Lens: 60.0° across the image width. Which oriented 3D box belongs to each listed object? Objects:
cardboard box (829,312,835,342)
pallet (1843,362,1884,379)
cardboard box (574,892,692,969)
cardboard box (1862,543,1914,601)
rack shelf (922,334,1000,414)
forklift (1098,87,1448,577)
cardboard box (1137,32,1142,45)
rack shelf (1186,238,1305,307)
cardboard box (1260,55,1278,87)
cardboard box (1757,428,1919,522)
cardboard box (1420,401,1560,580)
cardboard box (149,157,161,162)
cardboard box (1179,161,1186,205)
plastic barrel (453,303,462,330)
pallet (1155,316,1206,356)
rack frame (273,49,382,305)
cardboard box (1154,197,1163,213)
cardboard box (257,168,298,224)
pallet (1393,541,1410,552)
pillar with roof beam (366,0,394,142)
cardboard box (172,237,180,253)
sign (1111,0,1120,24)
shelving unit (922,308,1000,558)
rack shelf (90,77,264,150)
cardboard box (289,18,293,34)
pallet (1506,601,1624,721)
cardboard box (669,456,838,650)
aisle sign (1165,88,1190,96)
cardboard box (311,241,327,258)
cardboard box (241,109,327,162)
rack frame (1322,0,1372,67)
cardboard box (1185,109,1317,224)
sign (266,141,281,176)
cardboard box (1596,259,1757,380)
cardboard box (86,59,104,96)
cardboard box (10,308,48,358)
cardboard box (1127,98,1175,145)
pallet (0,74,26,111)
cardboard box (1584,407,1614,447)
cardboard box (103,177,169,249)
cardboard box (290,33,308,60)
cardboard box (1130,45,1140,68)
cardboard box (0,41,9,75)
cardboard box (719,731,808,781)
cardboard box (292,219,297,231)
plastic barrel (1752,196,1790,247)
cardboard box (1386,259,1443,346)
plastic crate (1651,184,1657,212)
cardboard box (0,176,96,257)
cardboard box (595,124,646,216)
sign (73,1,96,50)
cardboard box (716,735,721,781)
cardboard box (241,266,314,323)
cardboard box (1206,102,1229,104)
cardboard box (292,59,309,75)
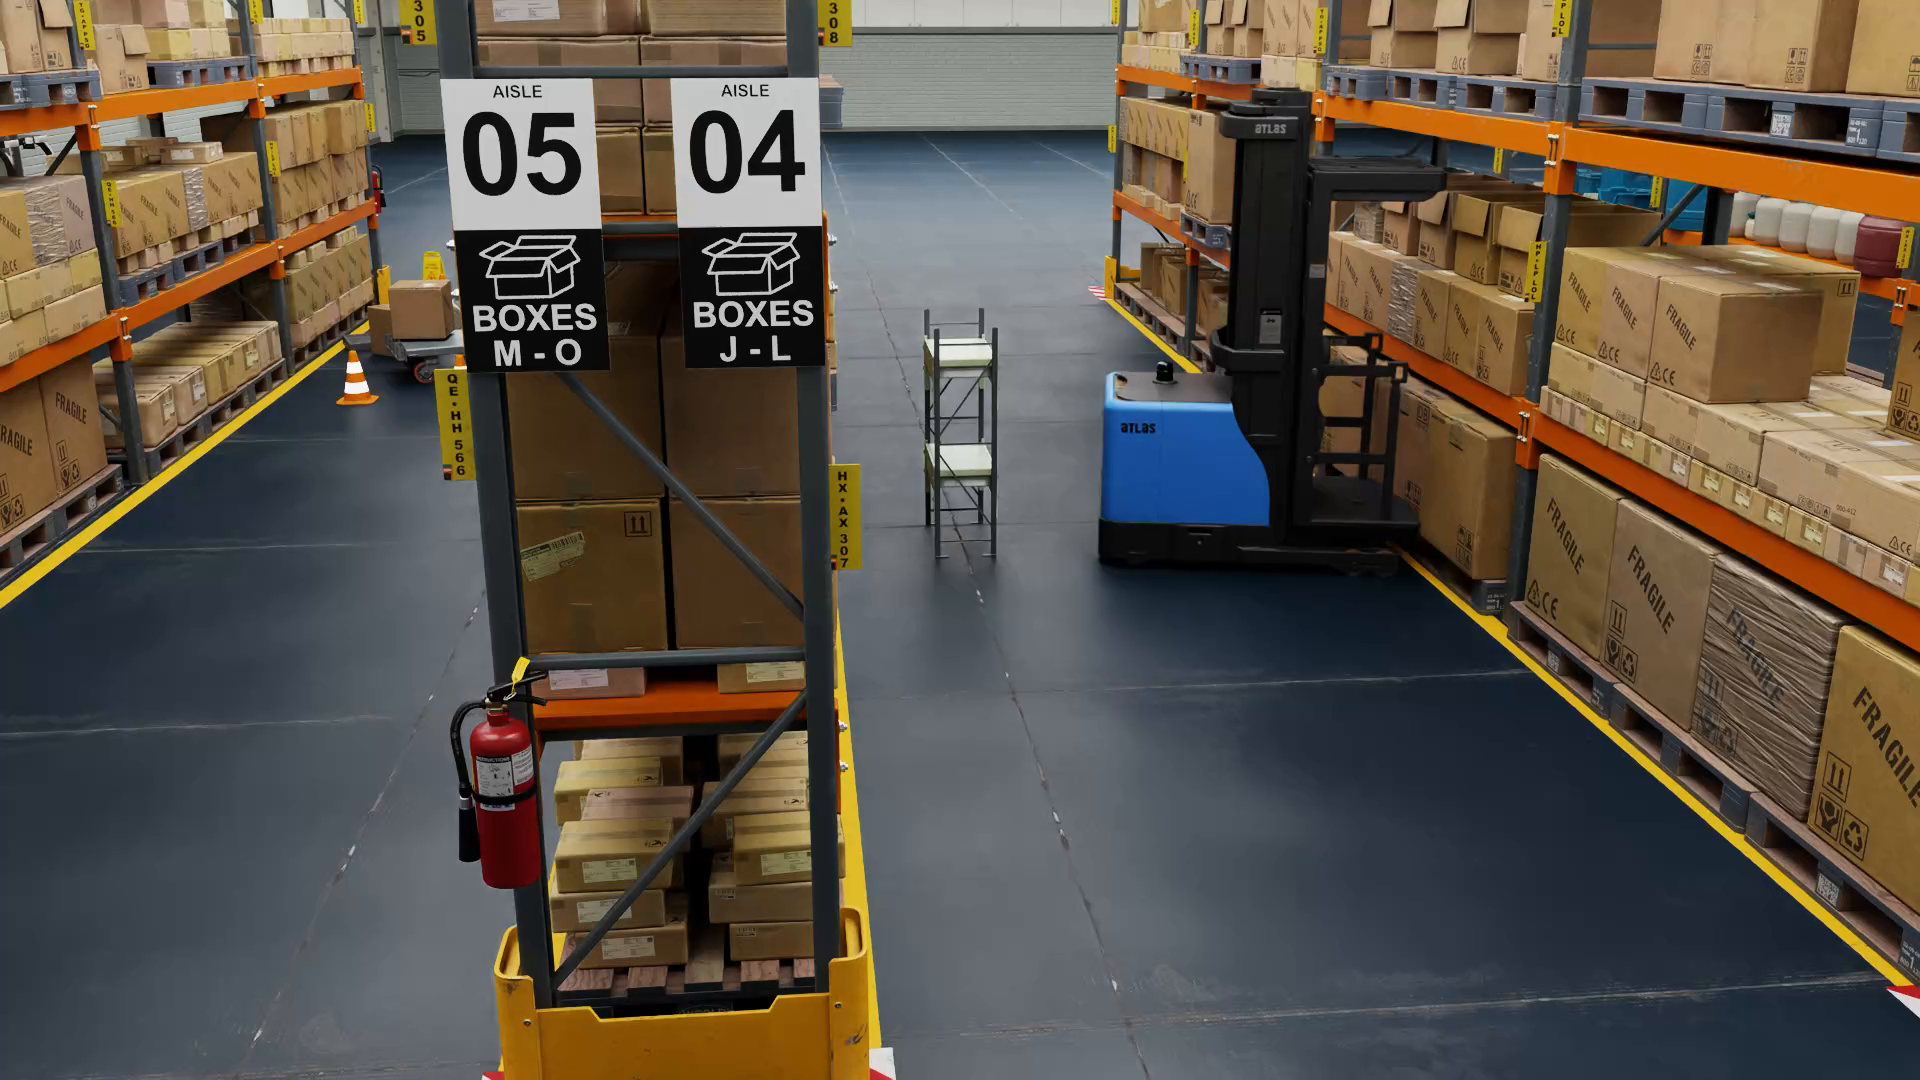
[{"bbox_3d":[-0.879,-1.182,9.155,0.380,0.149,0.250,-1,17,-5],"label":"cardboard box"},{"bbox_3d":[7.998,-1.560,15.793,1.003,0.211,1.213,-2,18,-6],"label":"pallet"},{"bbox_3d":[-1.145,1.373,5.853,0.380,0.149,0.250,-1,17,-5],"label":"cardboard box"},{"bbox_3d":[3.643,0.112,6.231,0.380,0.149,0.250,-2,18,-6],"label":"cardboard box"},{"bbox_3d":[-0.001,-1.090,10.842,0.431,0.370,0.720,-2,18,-6],"label":"rack shelf"},{"bbox_3d":[2.432,-1.334,10.533,3.031,2.935,1.130,2,17,5],"label":"forklift"},{"bbox_3d":[2.245,-5.752,19.067,0.380,0.149,0.250,-1,17,-3],"label":"cardboard box"},{"bbox_3d":[3.029,-2.395,15.000,1.077,0.370,4.000,-2,18,-6],"label":"rack shelf"},{"bbox_3d":[2.828,-3.933,13.941,0.500,0.250,0.500,-1,17,-4],"label":"cardboard box"},{"bbox_3d":[3.642,-0.269,6.778,0.500,0.250,0.500,-2,18,-8],"label":"cardboard box"},{"bbox_3d":[3.562,-0.328,10.059,1.225,0.875,0.875,-2,18,-5],"label":"cardboard box"},{"bbox_3d":[-7.219,-3.120,14.744,0.500,0.500,0.500,-2,18,-5],"label":"cardboard box"},{"bbox_3d":[2.821,-3.810,17.642,0.875,0.500,0.500,-2,18,-6],"label":"cardboard box"},{"bbox_3d":[-5.728,-2.422,18.186,0.512,0.421,0.421,11,21,32],"label":"plastic barrel"},{"bbox_3d":[2.718,-2.203,17.842,1.003,0.211,1.213,-2,18,-6],"label":"pallet"},{"bbox_3d":[-7.447,-4.220,19.611,1.000,3.000,0.127,-2,18,-6],"label":"rack frame"},{"bbox_3d":[2.368,-3.717,18.428,0.380,0.149,0.250,-2,18,-6],"label":"cardboard box"},{"bbox_3d":[-6.803,-3.358,16.200,0.500,0.500,0.500,-2,18,-6],"label":"cardboard box"},{"bbox_3d":[3.364,-0.212,11.501,1.003,0.211,1.213,-2,18,-6],"label":"pallet"},{"bbox_3d":[-12.021,-15.764,46.365,9.100,9.000,0.400,-2,18,-6],"label":"pillar with roof beam"},{"bbox_3d":[-6.627,-2.423,13.605,0.380,0.149,0.250,-1,17,-3],"label":"cardboard box"},{"bbox_3d":[1.870,-6.357,19.952,0.100,0.325,0.005,-2,18,-6],"label":"sign"},{"bbox_3d":[-0.001,-0.718,10.959,0.431,1.500,0.755,-2,18,-6],"label":"shelving unit"},{"bbox_3d":[-6.828,-3.520,13.575,1.077,0.370,4.000,-2,18,-6],"label":"rack shelf"},{"bbox_3d":[-6.893,-5.131,16.593,0.380,0.149,0.250,-2,18,-7],"label":"cardboard box"},{"bbox_3d":[3.648,0.608,8.887,1.003,0.211,1.213,-2,18,-6],"label":"pallet"},{"bbox_3d":[-0.655,0.032,5.404,0.500,0.500,0.500,-1,17,-3],"label":"cardboard box"},{"bbox_3d":[2.702,-5.794,20.285,0.394,0.787,0.004,-2,18,-6],"label":"aisle sign"},{"bbox_3d":[-6.866,-3.040,17.408,0.380,0.149,0.250,-1,17,-2],"label":"cardboard box"},{"bbox_3d":[-6.920,-4.136,17.011,0.700,0.500,0.500,-2,18,-7],"label":"cardboard box"},{"bbox_3d":[3.235,-5.005,12.096,1.000,3.000,0.127,-2,18,-6],"label":"rack frame"},{"bbox_3d":[2.765,-3.580,15.870,1.000,1.000,1.000,-2,18,-5],"label":"cardboard box"},{"bbox_3d":[-6.483,-3.599,15.700,0.100,0.325,0.005,-2,18,-6],"label":"sign"},{"bbox_3d":[3.486,-1.082,8.116,0.500,0.500,0.500,-2,18,-6],"label":"cardboard box"},{"bbox_3d":[-6.512,-3.379,12.148,0.396,0.266,0.258,-2,18,-6],"label":"cardboard box"},{"bbox_3d":[-6.207,-1.320,10.624,0.500,0.250,0.500,-2,18,-6],"label":"cardboard box"},{"bbox_3d":[2.240,-4.871,19.353,0.500,0.500,0.500,-2,18,-6],"label":"cardboard box"},{"bbox_3d":[-6.385,-2.654,9.931,1.003,0.211,1.213,-1,17,-3],"label":"pallet"},{"bbox_3d":[3.402,-0.576,8.423,0.380,0.149,0.250,-1,17,-4],"label":"cardboard box"},{"bbox_3d":[-6.499,-2.523,12.840,0.500,0.500,0.500,-1,17,-3],"label":"cardboard box"},{"bbox_3d":[-6.909,-4.972,16.753,0.500,0.250,0.500,-2,18,-5],"label":"cardboard box"},{"bbox_3d":[2.262,-5.581,19.188,0.500,0.250,0.500,-2,18,-7],"label":"cardboard box"},{"bbox_3d":[-6.132,-3.004,10.254,0.396,0.266,0.258,-2,18,-7],"label":"cardboard box"},{"bbox_3d":[-0.754,0.845,6.544,0.380,0.149,0.250,-3,18,-8],"label":"cardboard box"},{"bbox_3d":[-6.883,-3.164,16.667,0.380,0.149,0.250,-2,18,-6],"label":"cardboard box"},{"bbox_3d":[7.705,-3.042,15.631,0.433,0.535,0.433,0,17,0],"label":"plastic barrel"},{"bbox_3d":[3.176,-1.582,11.042,0.500,0.500,0.500,-2,18,-5],"label":"cardboard box"},{"bbox_3d":[7.822,-3.618,17.796,0.767,0.338,0.504,-2,18,-6],"label":"plastic crate"},{"bbox_3d":[-6.309,-2.215,11.389,0.500,0.500,0.500,-2,18,-7],"label":"cardboard box"},{"bbox_3d":[-1.194,-1.123,4.989,0.500,0.250,0.500,-2,18,-7],"label":"cardboard box"},{"bbox_3d":[-6.069,-3.567,11.527,0.100,0.325,0.005,-2,18,-6],"label":"sign"},{"bbox_3d":[-0.808,0.908,6.838,0.380,0.149,0.250,-3,18,-8],"label":"cardboard box"},{"bbox_3d":[-6.827,-2.459,16.638,0.500,0.500,0.500,-1,17,-3],"label":"cardboard box"},{"bbox_3d":[2.862,-4.590,18.455,0.500,0.500,0.500,-2,18,-6],"label":"cardboard box"},{"bbox_3d":[-6.869,-4.827,16.955,0.380,0.149,0.250,-2,18,-7],"label":"cardboard box"}]
